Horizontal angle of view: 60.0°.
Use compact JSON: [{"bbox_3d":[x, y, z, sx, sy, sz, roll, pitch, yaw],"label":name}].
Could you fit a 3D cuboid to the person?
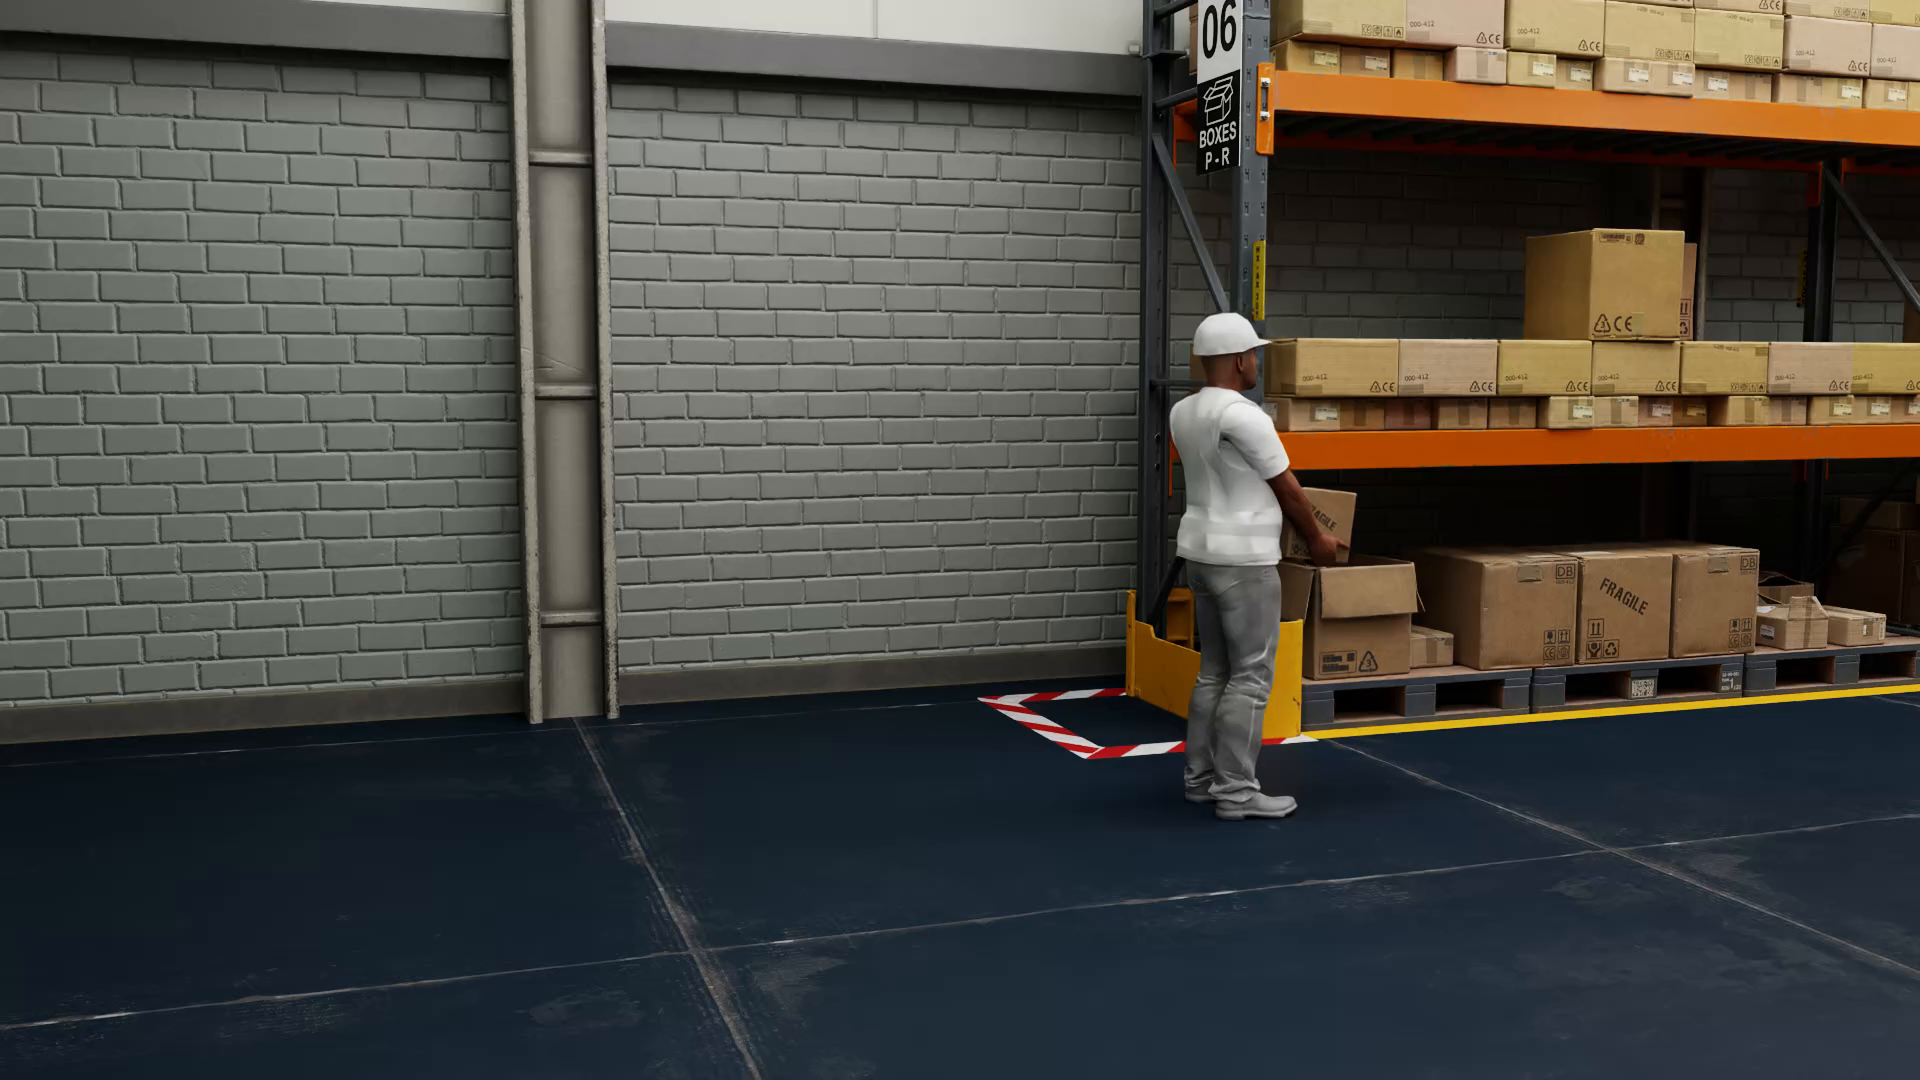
[{"bbox_3d":[0.981,0.085,5.921,0.461,1.755,0.633,-2,6,-22],"label":"person"}]
